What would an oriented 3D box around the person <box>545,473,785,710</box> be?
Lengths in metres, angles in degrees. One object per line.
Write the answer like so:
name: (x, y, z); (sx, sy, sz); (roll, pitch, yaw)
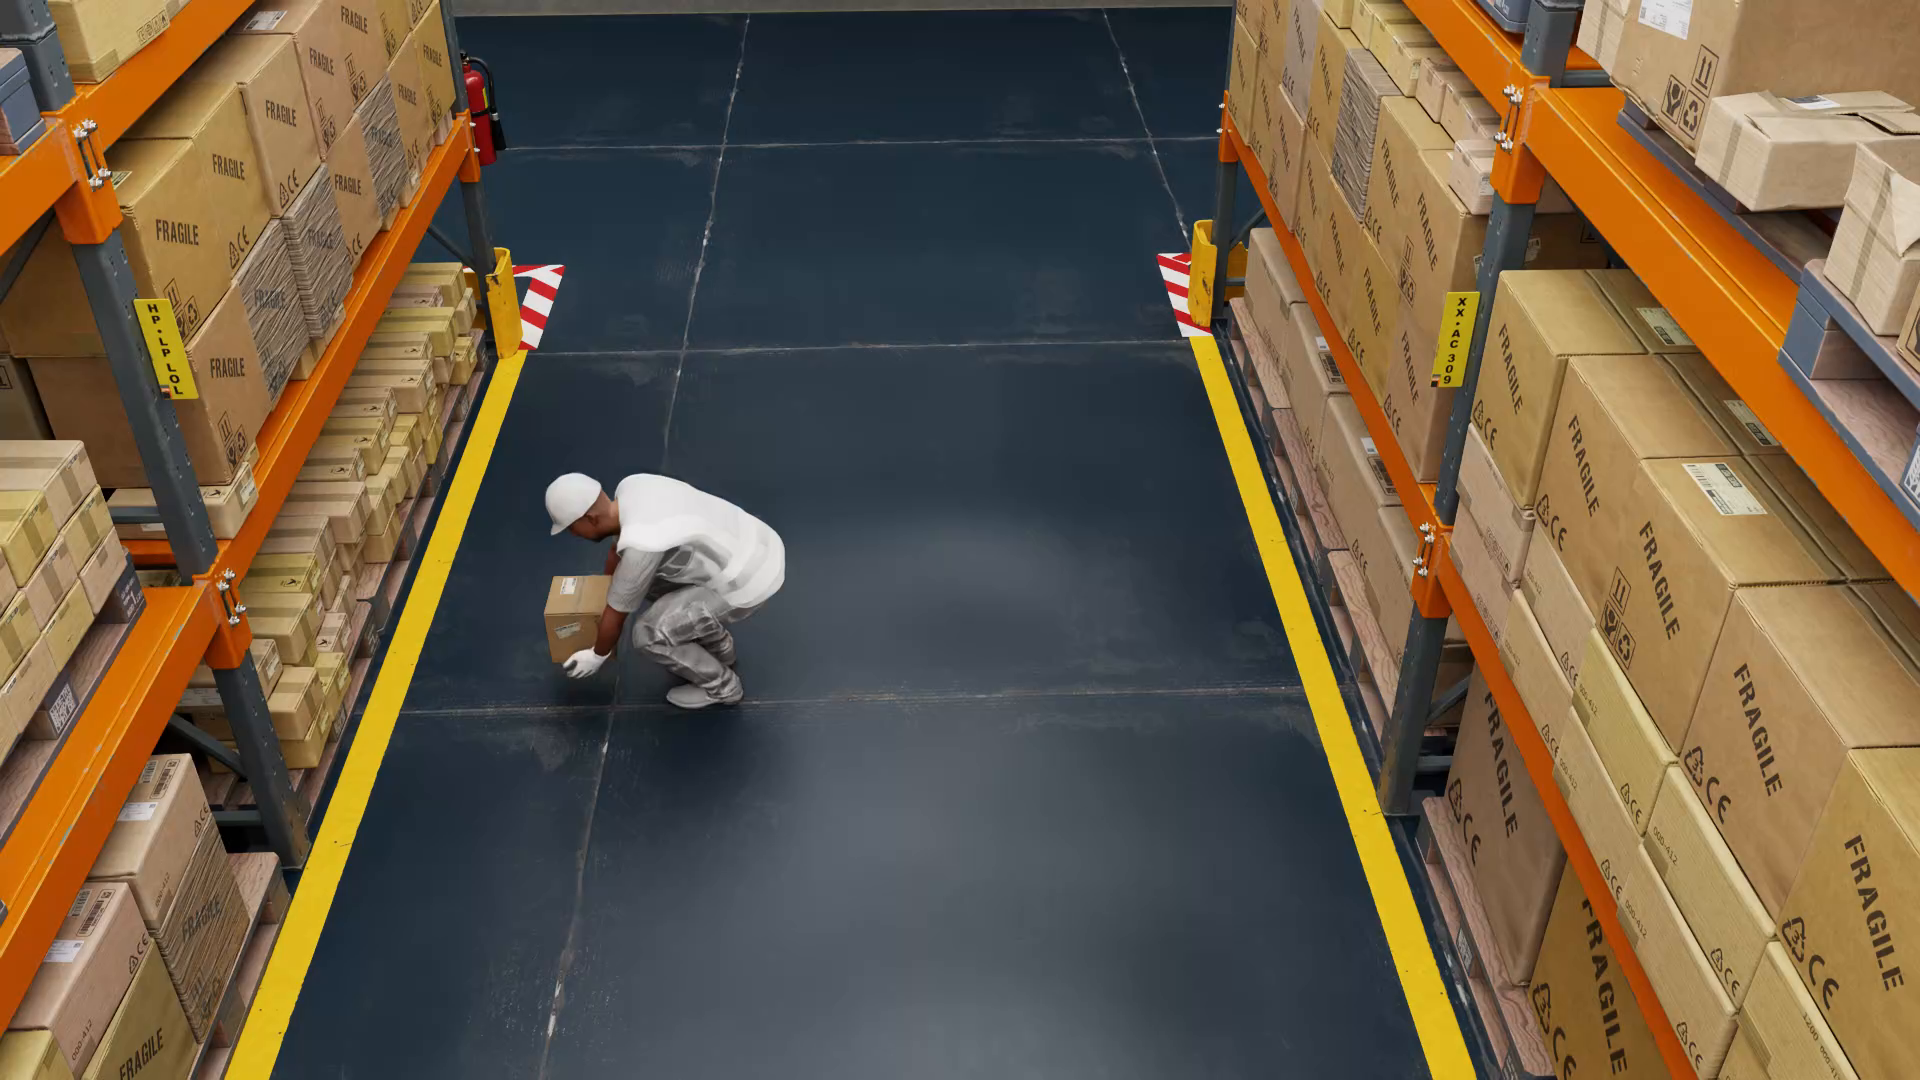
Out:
person: (-1.135, 0.172, 6.524); (0.898, 1.052, 0.575); (-2, 35, -2)
